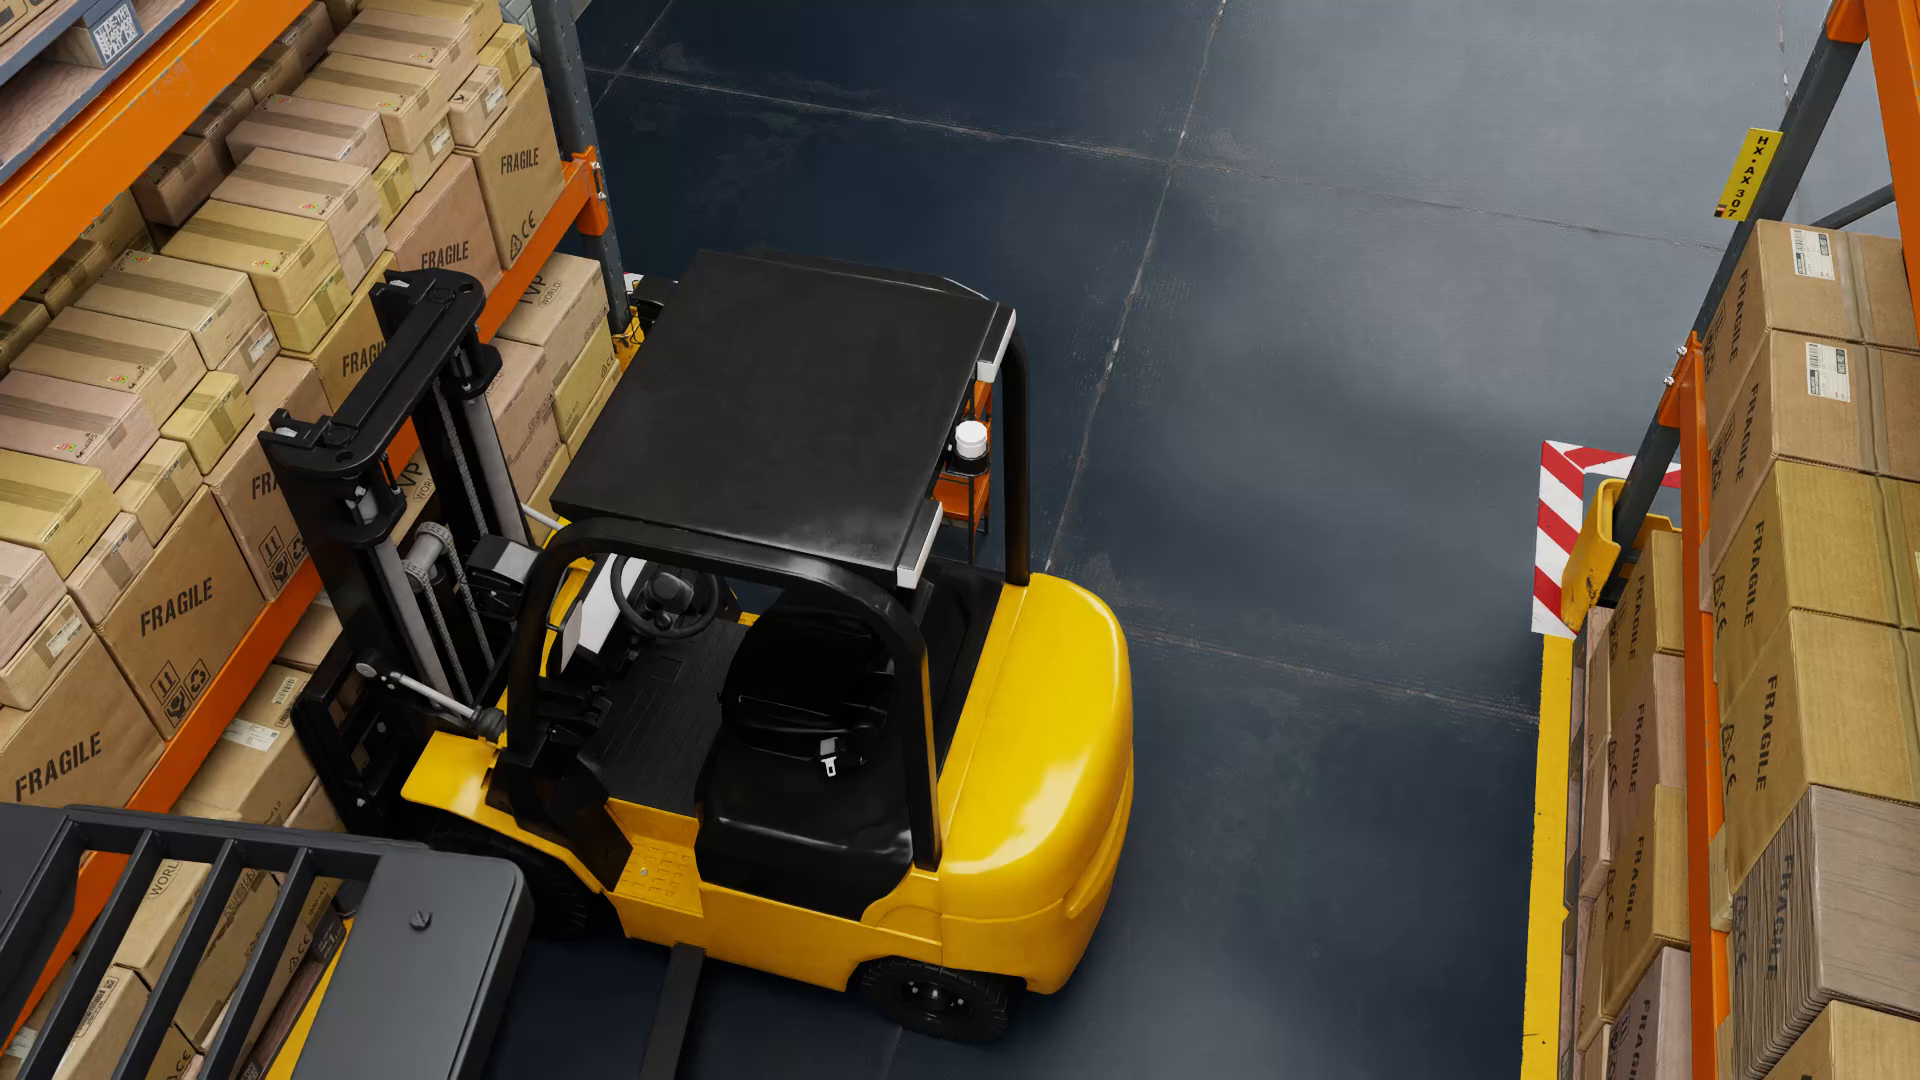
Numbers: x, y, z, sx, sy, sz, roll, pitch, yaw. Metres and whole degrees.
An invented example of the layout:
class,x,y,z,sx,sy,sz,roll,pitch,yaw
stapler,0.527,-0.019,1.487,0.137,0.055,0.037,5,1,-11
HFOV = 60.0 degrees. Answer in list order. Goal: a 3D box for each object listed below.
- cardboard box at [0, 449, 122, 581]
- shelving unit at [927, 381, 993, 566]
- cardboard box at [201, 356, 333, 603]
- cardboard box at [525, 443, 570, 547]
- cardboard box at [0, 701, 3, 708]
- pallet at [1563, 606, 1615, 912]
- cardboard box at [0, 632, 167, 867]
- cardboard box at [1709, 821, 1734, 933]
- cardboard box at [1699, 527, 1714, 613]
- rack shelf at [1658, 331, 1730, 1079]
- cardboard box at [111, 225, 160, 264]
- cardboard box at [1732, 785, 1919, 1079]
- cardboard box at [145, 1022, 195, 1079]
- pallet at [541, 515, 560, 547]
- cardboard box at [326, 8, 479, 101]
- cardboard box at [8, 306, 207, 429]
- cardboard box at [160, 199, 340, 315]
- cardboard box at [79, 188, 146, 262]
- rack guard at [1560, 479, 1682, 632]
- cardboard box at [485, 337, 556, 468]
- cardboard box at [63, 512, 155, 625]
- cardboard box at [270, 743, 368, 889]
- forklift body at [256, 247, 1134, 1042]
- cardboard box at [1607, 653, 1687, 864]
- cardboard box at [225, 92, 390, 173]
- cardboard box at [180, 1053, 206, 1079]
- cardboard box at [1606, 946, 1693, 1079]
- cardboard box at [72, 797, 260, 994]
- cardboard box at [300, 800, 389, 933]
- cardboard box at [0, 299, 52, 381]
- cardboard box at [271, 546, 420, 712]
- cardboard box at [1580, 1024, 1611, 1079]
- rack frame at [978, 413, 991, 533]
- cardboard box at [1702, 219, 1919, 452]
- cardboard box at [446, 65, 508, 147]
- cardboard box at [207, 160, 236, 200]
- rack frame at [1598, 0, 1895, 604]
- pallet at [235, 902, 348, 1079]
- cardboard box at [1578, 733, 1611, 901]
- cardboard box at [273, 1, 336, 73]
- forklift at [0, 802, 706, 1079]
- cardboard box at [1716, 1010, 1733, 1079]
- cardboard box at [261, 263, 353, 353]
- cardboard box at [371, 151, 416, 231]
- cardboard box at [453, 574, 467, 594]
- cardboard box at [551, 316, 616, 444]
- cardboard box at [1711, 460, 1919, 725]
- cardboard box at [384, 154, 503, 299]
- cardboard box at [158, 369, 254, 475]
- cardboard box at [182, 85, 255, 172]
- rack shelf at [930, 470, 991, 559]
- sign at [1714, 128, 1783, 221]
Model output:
class,x,y,z,sx,sy,sz,roll,pitch,yaw
cardboard box,-2.295,-0.071,4.033,0.380,0.149,0.250,11,49,9
shelving unit,-0.014,-0.309,6.241,0.215,1.050,0.252,12,50,10
cardboard box,-2.139,-0.210,4.786,0.500,0.500,0.500,12,50,10
cardboard box,-1.820,-0.163,6.366,0.500,0.250,0.500,12,50,10
cardboard box,-2.468,0.391,3.824,0.380,0.149,0.250,11,50,10
pallet,2.660,0.841,5.786,1.003,0.211,1.213,12,50,10
cardboard box,-2.424,0.516,4.146,0.500,0.500,0.500,12,50,11
cardboard box,2.059,0.858,4.078,0.380,0.149,0.250,12,50,10
cardboard box,2.327,0.106,4.742,0.380,0.149,0.250,12,50,11
rack shelf,2.402,0.967,4.294,1.077,0.370,4.000,12,50,10
cardboard box,-2.608,-0.832,4.903,0.380,0.149,0.250,13,50,11
cardboard box,2.014,0.924,3.588,0.500,0.500,0.500,13,50,11
cardboard box,-2.489,1.516,4.551,0.500,0.250,0.500,11,50,10
pallet,-2.022,-0.210,6.713,1.003,0.211,1.213,12,50,10
cardboard box,-1.787,-1.555,5.343,0.380,0.149,0.250,12,50,10
cardboard box,-2.233,-0.450,4.368,0.380,0.149,0.250,12,50,10
cardboard box,-1.992,-0.797,4.674,0.380,0.149,0.250,12,50,11
cardboard box,-2.602,-0.921,4.784,0.380,0.149,0.250,11,49,9
rack guard,2.908,0.165,6.190,1.175,0.500,0.348,12,50,10
cardboard box,-1.810,-0.489,5.987,0.500,0.250,0.500,12,50,11
cardboard box,-2.261,0.038,4.135,0.380,0.149,0.250,11,50,10
cardboard box,-2.215,0.790,5.192,0.500,0.250,0.500,11,50,10
forklift body,-0.600,0.318,4.953,2.313,2.155,1.214,12,50,10
cardboard box,2.310,0.731,5.077,0.500,0.500,0.500,10,49,9
cardboard box,-1.967,-1.195,5.025,0.380,0.149,0.250,12,50,10
cardboard box,-2.467,1.685,4.735,0.500,0.250,0.500,12,50,10
cardboard box,2.038,1.480,4.416,0.500,0.500,0.500,14,50,12
cardboard box,-2.340,0.983,4.687,0.500,0.250,0.500,12,50,10
cardboard box,-2.229,0.940,5.392,0.500,0.250,0.500,12,50,11
cardboard box,-2.657,-0.535,4.442,0.380,0.149,0.250,13,50,11
cardboard box,-2.074,0.243,5.341,0.500,0.250,0.500,11,49,9
cardboard box,2.041,1.712,4.711,0.500,0.250,0.500,12,50,11
rack frame,0.018,-0.397,6.319,0.200,1.050,0.008,12,50,10
cardboard box,2.536,-0.561,4.898,0.500,0.500,0.500,11,49,9
cardboard box,-1.721,-1.445,5.444,0.380,0.149,0.250,12,50,11
cardboard box,-2.407,-1.193,5.222,0.380,0.149,0.250,10,49,9
rack frame,2.928,-0.717,5.301,1.000,3.000,0.127,12,50,10
pallet,-2.664,1.555,5.156,1.003,0.211,1.213,12,50,10
cardboard box,2.308,0.950,5.384,0.500,0.250,0.500,13,50,11
cardboard box,-2.286,-1.660,5.435,0.380,0.149,0.250,13,50,11
forklift,-1.334,1.522,3.371,1.130,2.935,3.031,5,49,5
cardboard box,1.930,1.231,3.750,0.380,0.149,0.250,11,49,9
cardboard box,-1.996,-0.703,4.790,0.380,0.149,0.250,12,50,10
cardboard box,-1.924,-1.093,5.133,0.380,0.149,0.250,11,50,10
cardboard box,-1.946,0.063,5.833,0.500,0.250,0.500,11,49,9
cardboard box,-1.688,-0.675,6.484,0.500,0.250,0.500,11,49,10
cardboard box,2.270,0.183,4.242,0.500,0.500,0.500,11,49,9
cardboard box,-1.883,-0.946,5.437,0.500,0.500,0.500,13,50,11
cardboard box,-2.150,-0.342,4.471,0.380,0.149,0.250,11,49,9
cardboard box,-2.393,-1.287,5.107,0.380,0.149,0.250,12,50,10
rack shelf,-0.014,-0.118,6.457,0.215,0.259,0.240,12,50,10
sign,2.405,-1.111,5.071,0.100,0.325,0.005,12,50,10
